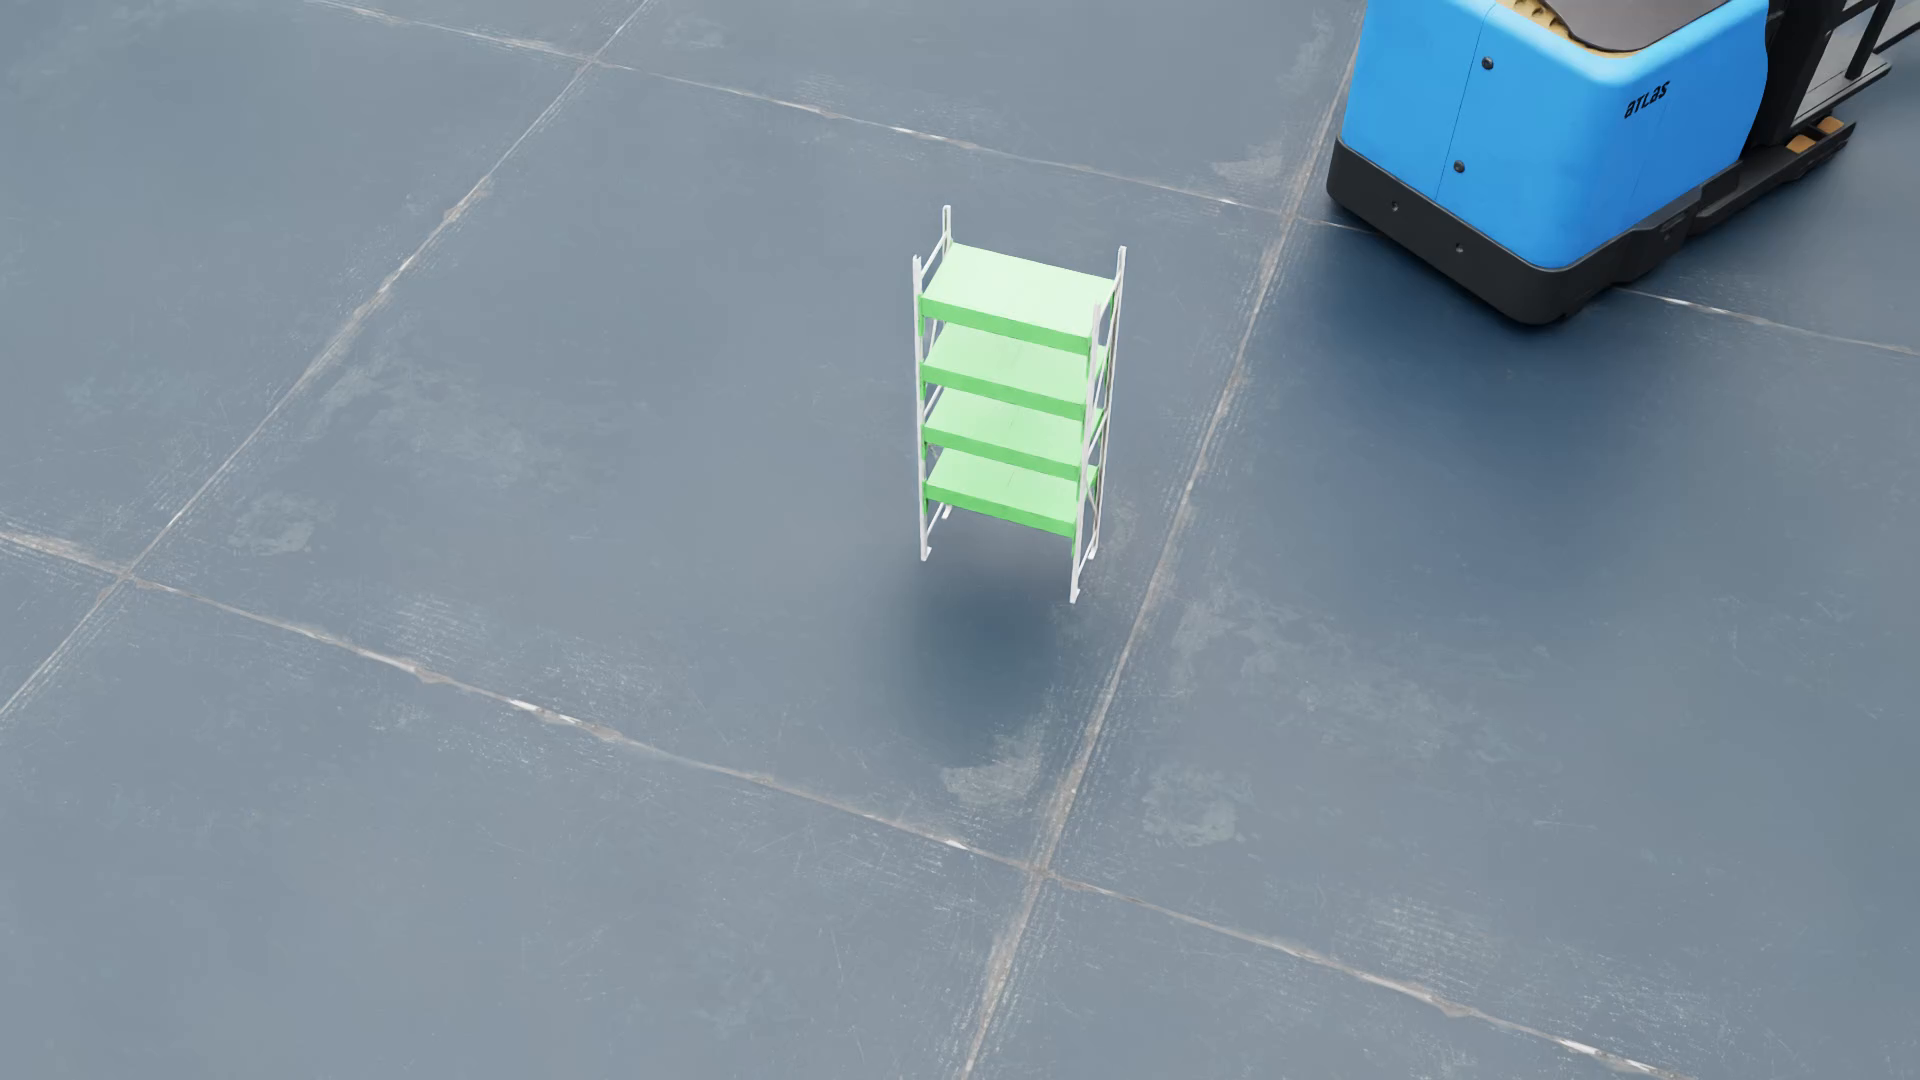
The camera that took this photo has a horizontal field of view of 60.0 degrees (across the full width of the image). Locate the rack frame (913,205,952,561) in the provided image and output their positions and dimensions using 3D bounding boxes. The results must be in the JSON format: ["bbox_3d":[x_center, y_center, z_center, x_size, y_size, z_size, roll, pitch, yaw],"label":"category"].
[{"bbox_3d":[-0.074,-0.414,4.814,0.015,1.200,0.240,16,51,13],"label":"rack frame"}]

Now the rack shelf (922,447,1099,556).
[{"bbox_3d":[0.155,-0.151,4.989,0.480,0.148,0.258,16,51,13],"label":"rack shelf"}]

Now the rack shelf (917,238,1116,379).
[{"bbox_3d":[0.155,-0.622,4.445,0.480,0.148,0.258,16,51,13],"label":"rack shelf"}]

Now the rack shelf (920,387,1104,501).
[{"bbox_3d":[0.155,-0.308,4.807,0.480,0.148,0.258,16,51,13],"label":"rack shelf"}]

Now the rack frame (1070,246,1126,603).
[{"bbox_3d":[0.384,-0.286,4.704,0.015,1.200,0.240,16,51,13],"label":"rack frame"}]

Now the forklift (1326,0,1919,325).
[{"bbox_3d":[2.863,-2.647,5.605,3.031,2.935,1.130,-31,56,-24],"label":"forklift"}]

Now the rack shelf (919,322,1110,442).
[{"bbox_3d":[0.155,-0.465,4.626,0.480,0.148,0.258,16,51,13],"label":"rack shelf"}]

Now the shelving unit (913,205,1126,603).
[{"bbox_3d":[0.155,-0.350,4.759,0.503,1.200,0.258,16,51,13],"label":"shelving unit"}]
